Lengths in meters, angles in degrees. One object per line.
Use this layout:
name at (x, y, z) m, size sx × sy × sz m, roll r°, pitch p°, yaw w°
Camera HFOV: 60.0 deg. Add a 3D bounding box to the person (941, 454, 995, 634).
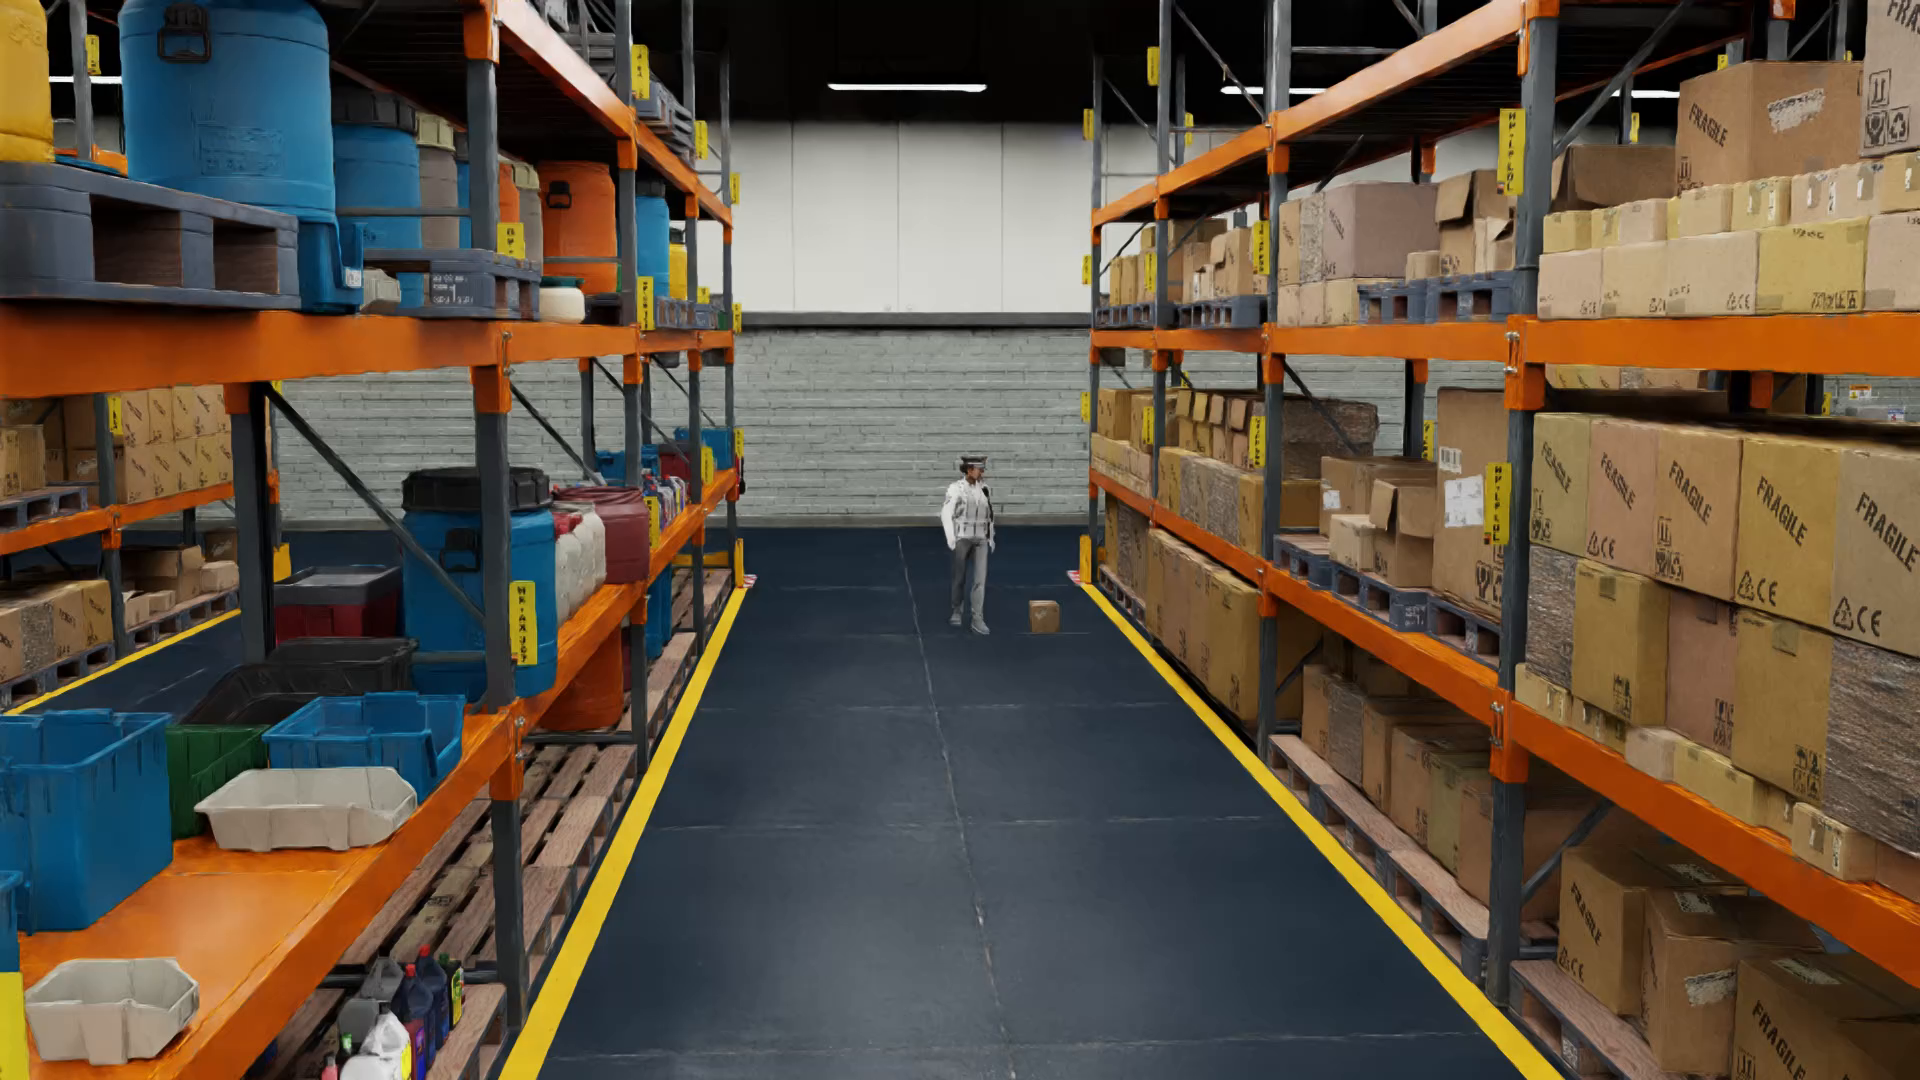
person at (0.108, 0.021, 15.707) m, size 0.604 × 1.662 × 0.748 m, roll -3°, pitch 7°, yaw -22°
